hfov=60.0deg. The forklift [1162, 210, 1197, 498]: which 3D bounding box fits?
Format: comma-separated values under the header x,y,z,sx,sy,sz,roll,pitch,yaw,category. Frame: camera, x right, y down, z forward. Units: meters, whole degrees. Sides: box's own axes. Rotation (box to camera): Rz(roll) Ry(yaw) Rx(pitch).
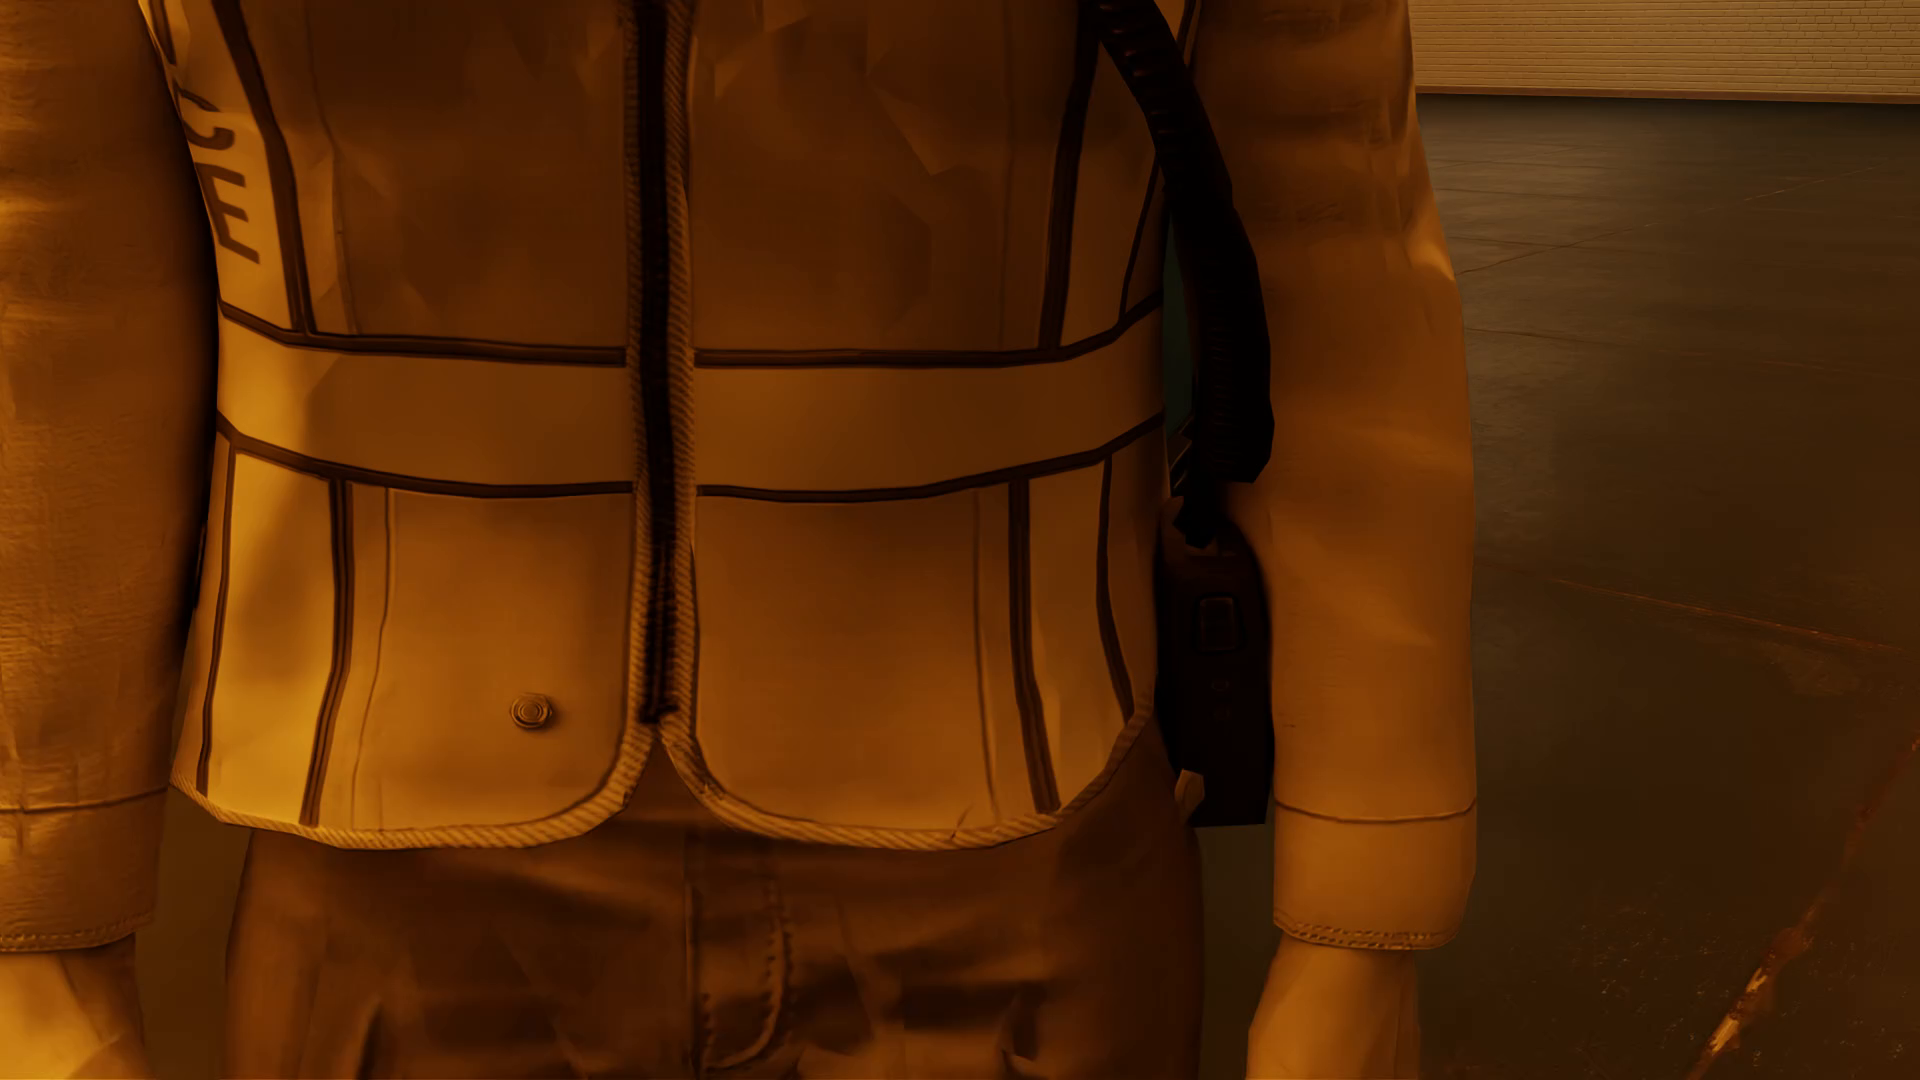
x,y,z,sx,sy,sz,roll,pitch,yaw,category
0.182,-1.571,4.072,1.130,2.935,3.031,5,18,17,forklift
